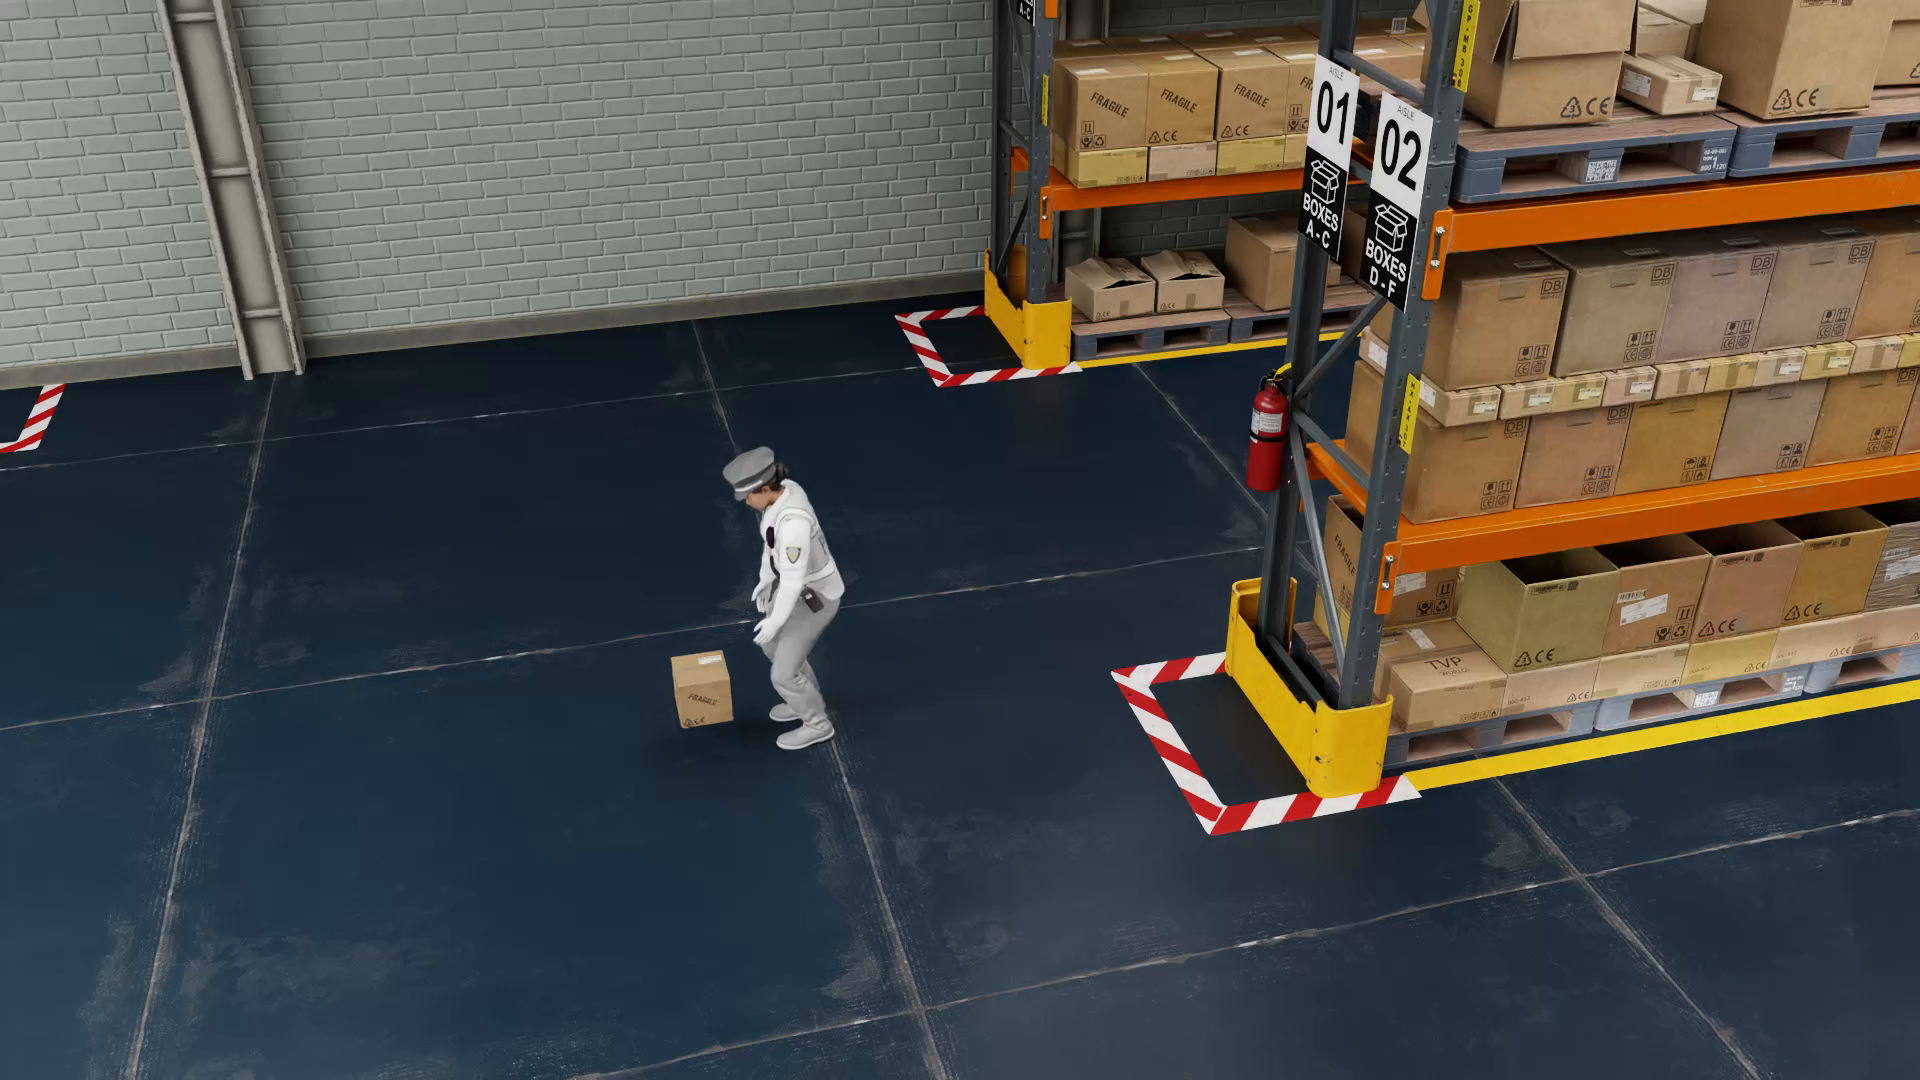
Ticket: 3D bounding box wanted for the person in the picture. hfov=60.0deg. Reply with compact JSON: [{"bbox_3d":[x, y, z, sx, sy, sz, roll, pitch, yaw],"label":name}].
[{"bbox_3d":[-0.808,0.280,7.855,0.526,1.576,0.516,-7,31,-12],"label":"person"}]
